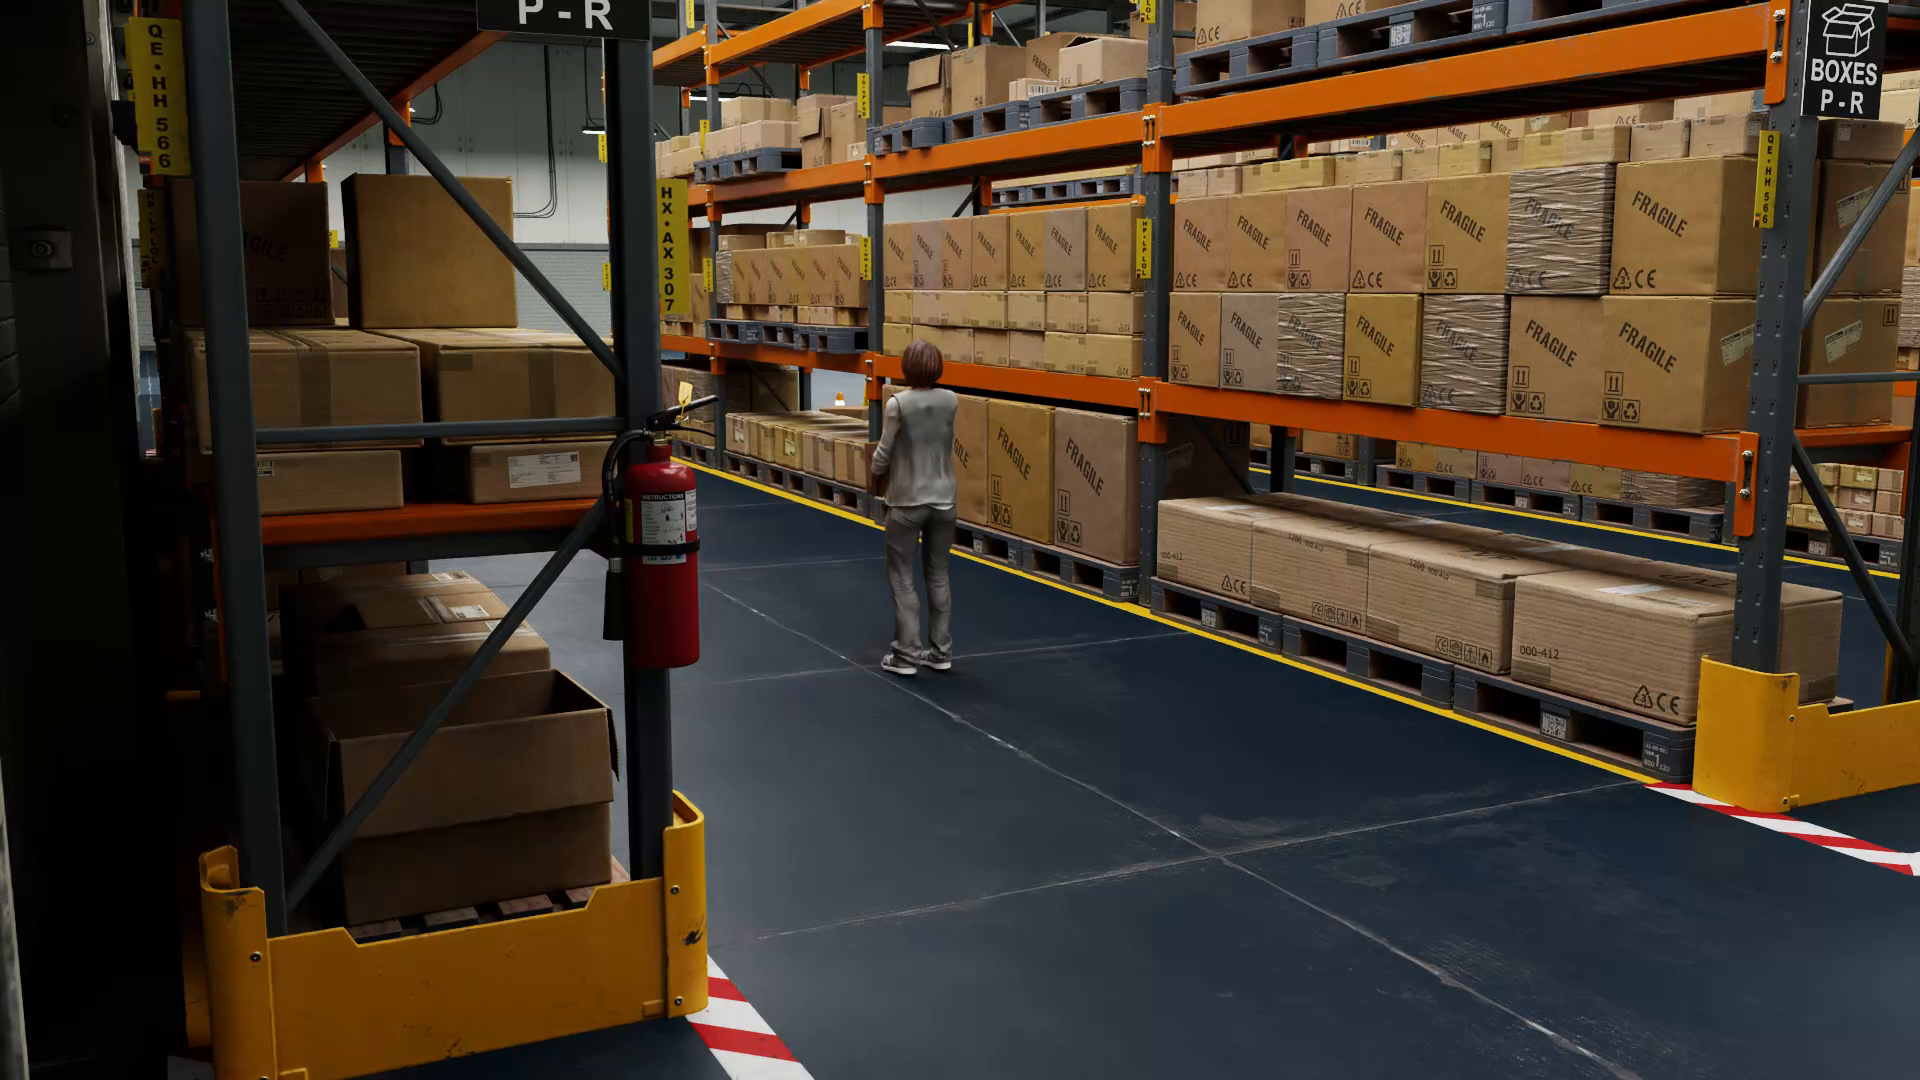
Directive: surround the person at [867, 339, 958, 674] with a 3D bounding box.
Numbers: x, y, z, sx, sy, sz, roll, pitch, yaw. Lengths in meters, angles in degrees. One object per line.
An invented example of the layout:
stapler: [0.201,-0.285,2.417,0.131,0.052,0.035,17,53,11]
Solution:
person: [-0.227,-0.153,7.956,0.412,1.570,0.488,-4,10,-26]
